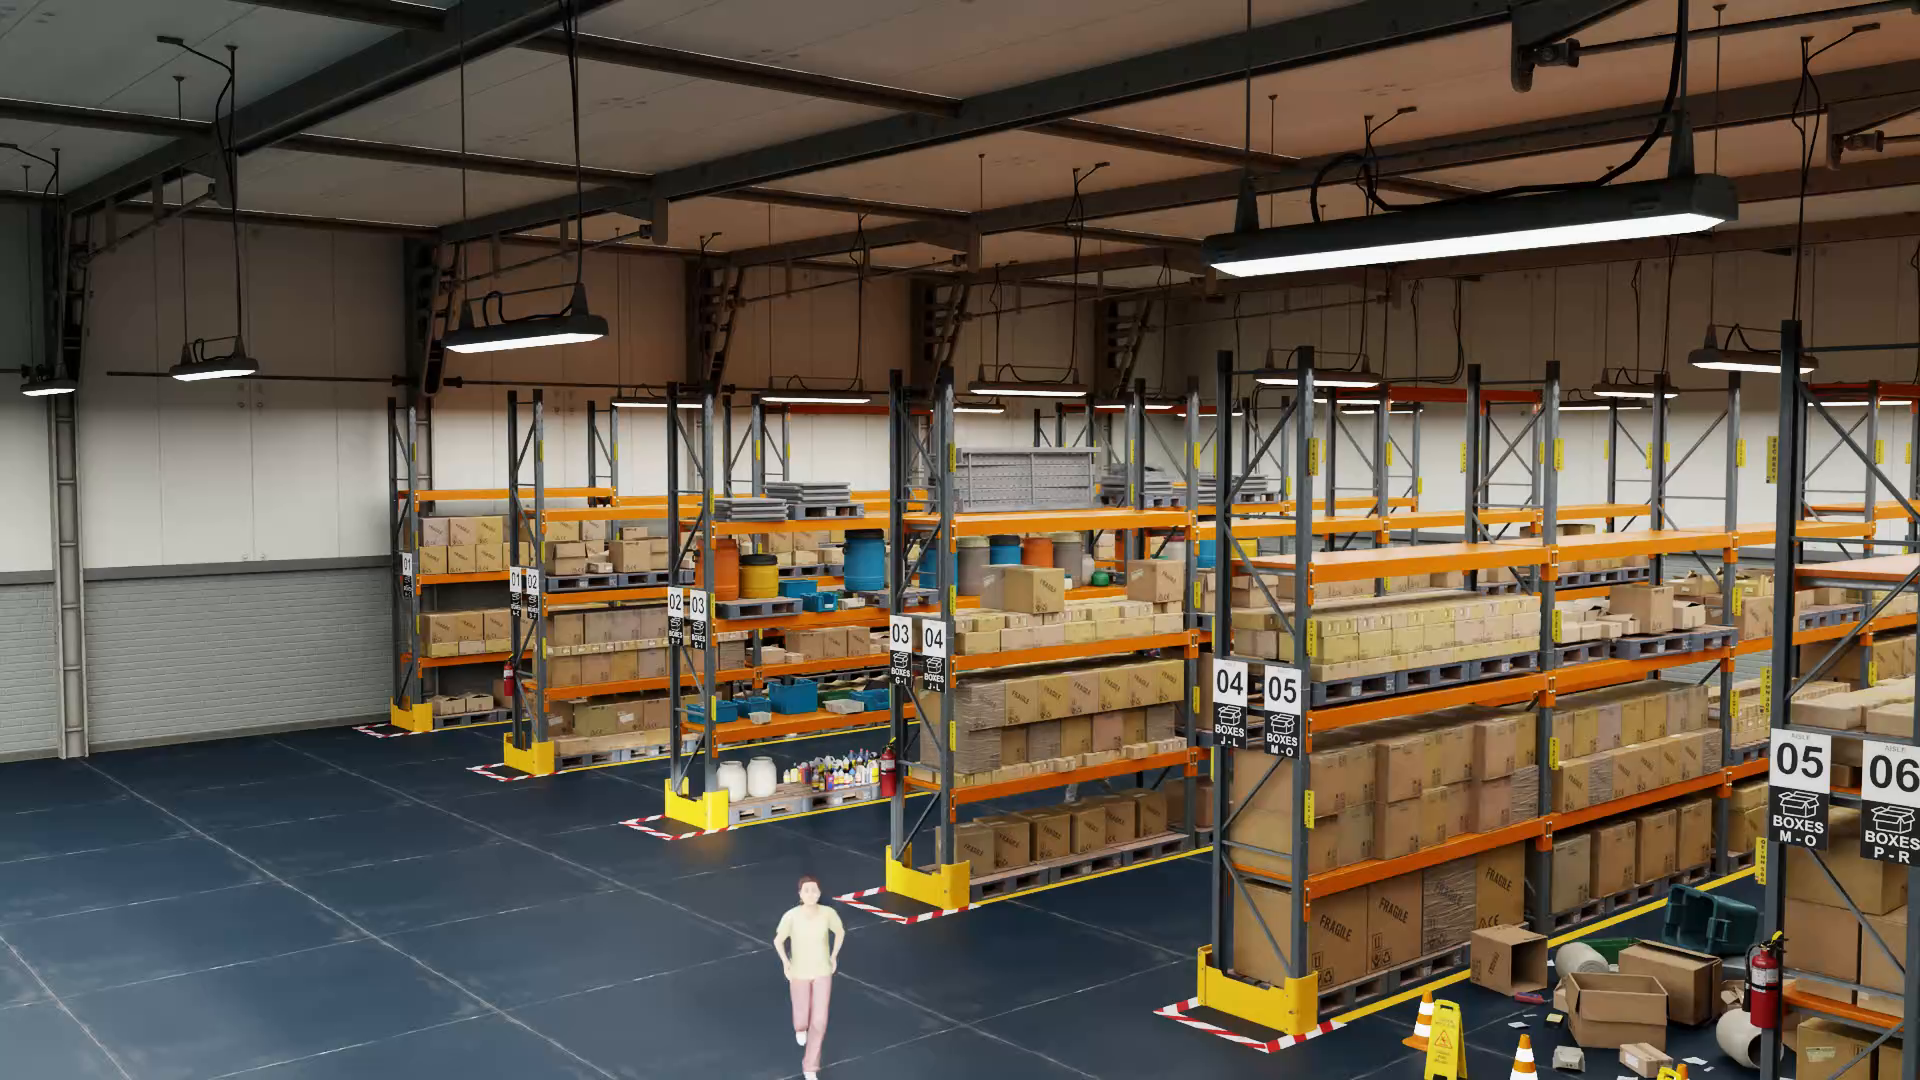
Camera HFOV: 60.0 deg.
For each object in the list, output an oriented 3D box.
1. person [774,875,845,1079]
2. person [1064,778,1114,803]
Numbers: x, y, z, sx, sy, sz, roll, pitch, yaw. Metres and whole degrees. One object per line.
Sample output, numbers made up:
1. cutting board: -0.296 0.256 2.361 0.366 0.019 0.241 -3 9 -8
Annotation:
1. person: -1.227 3.558 13.647 0.586 1.641 0.713 -1 3 -10
2. person: 1.738 2.896 23.049 0.997 1.771 0.683 -3 5 -44
